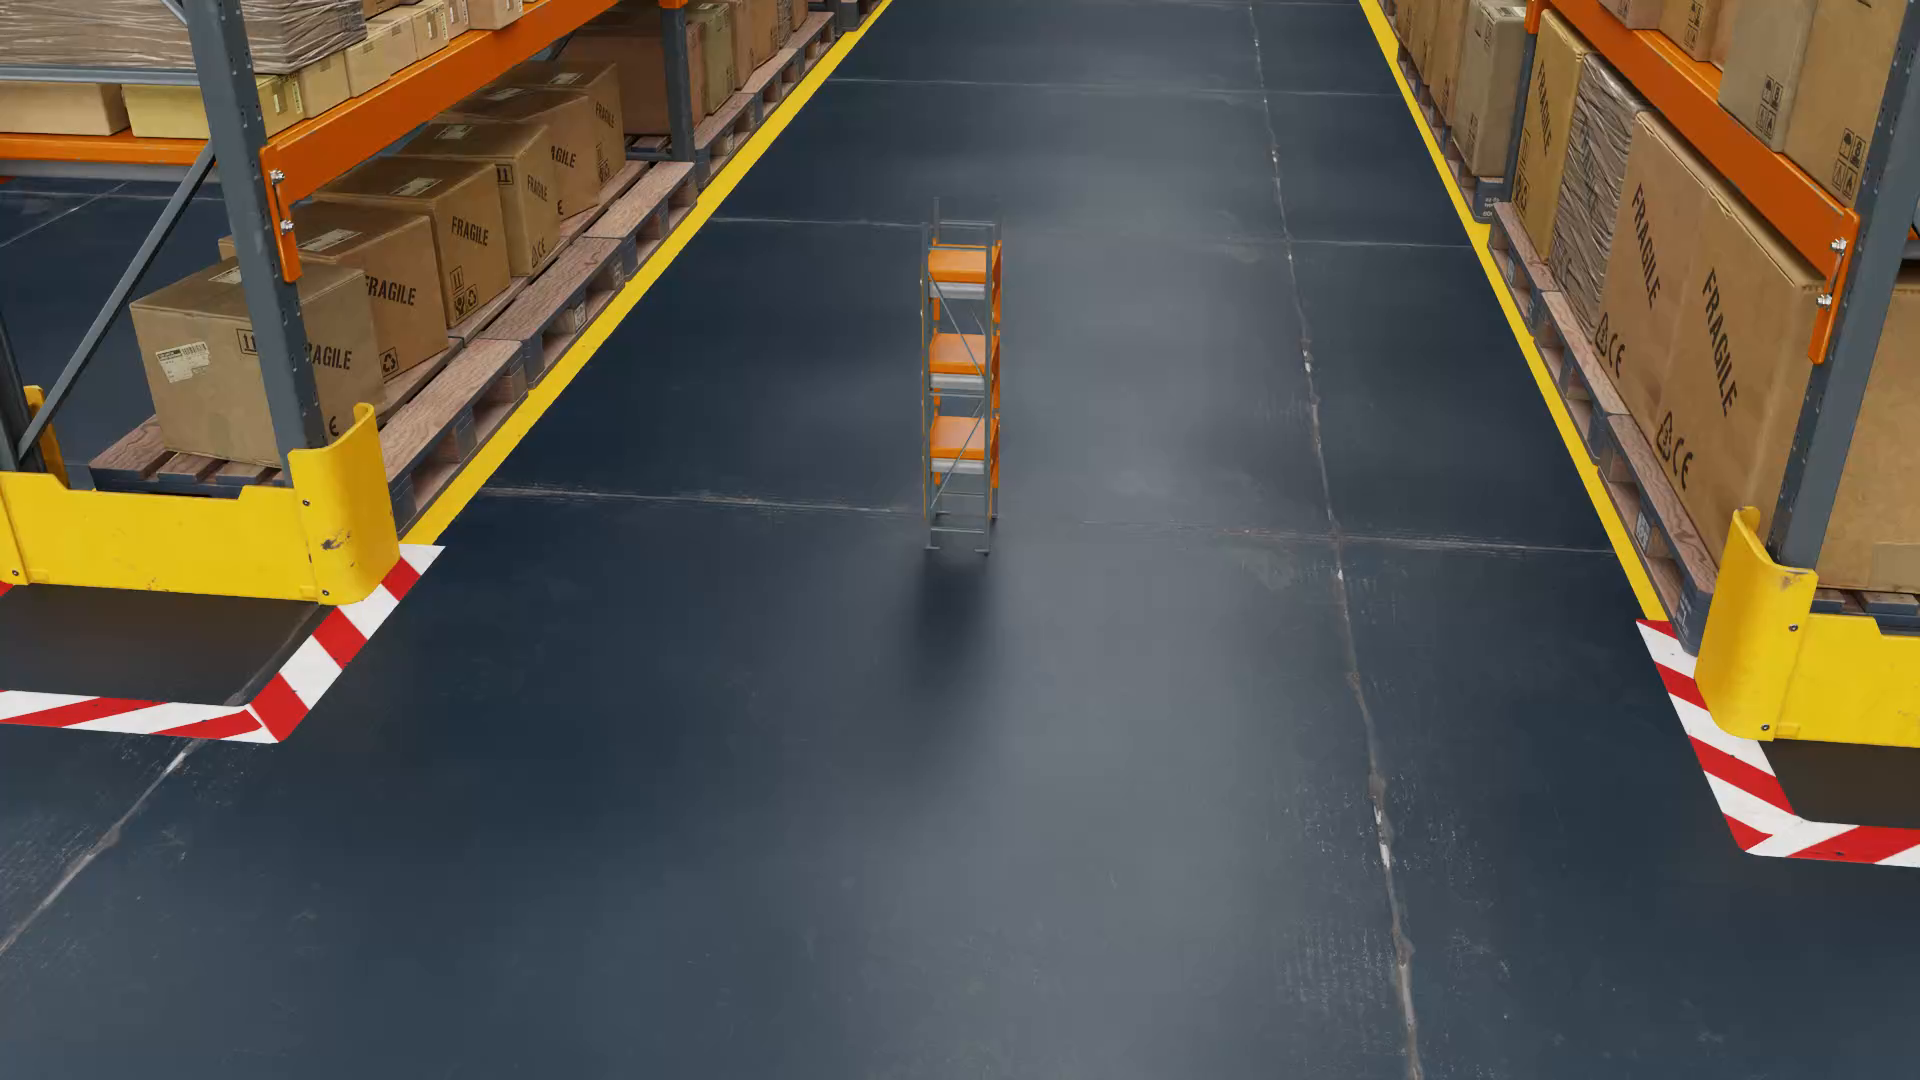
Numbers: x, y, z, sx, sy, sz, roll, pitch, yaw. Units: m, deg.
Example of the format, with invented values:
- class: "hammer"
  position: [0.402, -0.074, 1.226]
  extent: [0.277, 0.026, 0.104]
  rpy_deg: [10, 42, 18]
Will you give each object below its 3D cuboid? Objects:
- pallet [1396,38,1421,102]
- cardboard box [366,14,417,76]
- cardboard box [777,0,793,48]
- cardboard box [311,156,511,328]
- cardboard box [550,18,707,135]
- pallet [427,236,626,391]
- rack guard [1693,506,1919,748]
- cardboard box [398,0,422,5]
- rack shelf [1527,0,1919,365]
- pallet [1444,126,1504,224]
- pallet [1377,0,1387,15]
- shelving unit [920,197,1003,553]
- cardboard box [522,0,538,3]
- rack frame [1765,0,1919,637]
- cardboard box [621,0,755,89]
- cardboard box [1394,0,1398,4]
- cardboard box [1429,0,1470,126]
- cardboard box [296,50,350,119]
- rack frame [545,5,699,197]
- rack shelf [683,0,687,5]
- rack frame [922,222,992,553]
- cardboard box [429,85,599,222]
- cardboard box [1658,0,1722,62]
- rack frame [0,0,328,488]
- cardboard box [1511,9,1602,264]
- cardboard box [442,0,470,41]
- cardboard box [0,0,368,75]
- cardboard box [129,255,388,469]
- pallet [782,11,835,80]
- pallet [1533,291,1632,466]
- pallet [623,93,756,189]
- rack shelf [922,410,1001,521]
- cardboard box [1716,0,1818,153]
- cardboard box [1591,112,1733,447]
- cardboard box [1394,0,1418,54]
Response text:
- class: "pallet"
  position: [3.385, -3.040, 10.670]
  extent: [1.003, 0.211, 1.213]
  rpy_deg: [3, 28, 6]
- class: "cardboard box"
  position: [-1.957, -1.566, 5.259]
  extent: [0.380, 0.149, 0.250]
  rpy_deg: [3, 28, 6]
- class: "cardboard box"
  position: [-1.471, -3.485, 10.727]
  extent: [0.700, 0.500, 0.500]
  rpy_deg: [1, 28, 2]
- class: "cardboard box"
  position: [-2.106, -1.158, 6.430]
  extent: [0.500, 0.500, 0.500]
  rpy_deg: [6, 29, 11]
- class: "cardboard box"
  position: [-1.747, -2.468, 8.840]
  extent: [0.700, 0.500, 0.500]
  rpy_deg: [1, 28, 2]
- class: "pallet"
  position: [-2.038, -0.965, 6.819]
  extent: [1.003, 0.211, 1.213]
  rpy_deg: [3, 28, 6]
- class: "rack guard"
  position: [2.574, 0.243, 4.271]
  extent: [1.175, 0.500, 0.348]
  rpy_deg: [3, 28, 6]
- class: "cardboard box"
  position: [-2.193, -2.112, 5.588]
  extent: [0.875, 0.500, 0.500]
  rpy_deg: [3, 28, 6]
- class: "rack shelf"
  position: [2.822, -1.493, 5.617]
  extent: [1.077, 0.370, 4.000]
  rpy_deg: [3, 28, 6]
- class: "pallet"
  position: [3.087, -1.891, 8.538]
  extent: [1.003, 0.211, 1.213]
  rpy_deg: [3, 28, 6]
- class: "pallet"
  position: [3.806, -4.347, 13.096]
  extent: [1.003, 0.211, 1.213]
  rpy_deg: [3, 28, 6]
- class: "shelving unit"
  position: [0.007, -0.487, 5.048]
  extent: [0.215, 1.050, 0.252]
  rpy_deg: [3, 28, 6]
- class: "cardboard box"
  position: [-1.776, -2.153, 6.348]
  extent: [0.380, 0.149, 0.250]
  rpy_deg: [3, 28, 6]
- class: "rack frame"
  position: [2.577, -0.868, 3.699]
  extent: [1.000, 3.000, 0.127]
  rpy_deg: [3, 28, 6]
- class: "cardboard box"
  position: [-1.602, -2.955, 9.744]
  extent: [0.700, 0.500, 0.500]
  rpy_deg: [1, 28, 2]
- class: "cardboard box"
  position: [3.378, -4.043, 11.785]
  extent: [0.500, 0.500, 0.500]
  rpy_deg: [3, 28, 6]
- class: "cardboard box"
  position: [3.176, -2.697, 9.023]
  extent: [1.050, 0.750, 0.750]
  rpy_deg: [3, 28, 6]
- class: "cardboard box"
  position: [-2.012, -1.330, 4.822]
  extent: [0.380, 0.149, 0.250]
  rpy_deg: [3, 28, 6]
- class: "rack frame"
  position: [-1.843, -3.087, 7.817]
  extent: [1.000, 3.000, 0.127]
  rpy_deg: [3, 28, 6]
- class: "rack shelf"
  position: [-1.598, -3.712, 9.735]
  extent: [1.077, 0.370, 4.000]
  rpy_deg: [3, 28, 6]
- class: "rack frame"
  position: [-0.008, -0.430, 4.941]
  extent: [0.200, 1.050, 0.008]
  rpy_deg: [3, 28, 6]
- class: "cardboard box"
  position: [-1.995, -1.715, 7.464]
  extent: [0.500, 0.500, 0.500]
  rpy_deg: [13, 31, 22]
- class: "cardboard box"
  position: [2.840, -1.880, 5.419]
  extent: [0.875, 0.550, 0.500]
  rpy_deg: [3, 28, 6]
- class: "rack frame"
  position: [-2.334, -1.204, 4.322]
  extent: [1.000, 3.000, 0.127]
  rpy_deg: [3, 28, 6]
- class: "cardboard box"
  position: [2.920, -1.709, 7.056]
  extent: [0.875, 0.875, 0.875]
  rpy_deg: [4, 29, 7]
- class: "cardboard box"
  position: [-1.915, -1.803, 5.698]
  extent: [0.380, 0.149, 0.250]
  rpy_deg: [3, 28, 6]
- class: "cardboard box"
  position: [-2.239, -1.636, 4.706]
  extent: [0.875, 0.500, 0.500]
  rpy_deg: [3, 28, 6]
- class: "cardboard box"
  position: [-2.240, -0.582, 5.360]
  extent: [0.500, 0.500, 0.500]
  rpy_deg: [9, 30, 16]
- class: "pallet"
  position: [-1.451, -3.374, 11.291]
  extent: [1.003, 0.211, 1.213]
  rpy_deg: [3, 28, 6]
- class: "pallet"
  position: [2.749, -0.594, 6.131]
  extent: [1.003, 0.211, 1.213]
  rpy_deg: [3, 28, 6]
- class: "pallet"
  position: [-1.750, -2.226, 9.159]
  extent: [1.003, 0.211, 1.213]
  rpy_deg: [3, 28, 6]
- class: "rack shelf"
  position: [0.007, -0.233, 5.185]
  extent: [0.215, 0.259, 0.240]
  rpy_deg: [3, 28, 6]
- class: "cardboard box"
  position: [2.623, -1.372, 4.476]
  extent: [0.875, 0.550, 0.550]
  rpy_deg: [3, 28, 6]
- class: "cardboard box"
  position: [2.700, -0.855, 5.472]
  extent: [0.875, 0.875, 0.875]
  rpy_deg: [3, 28, 5]
- class: "cardboard box"
  position: [3.393, -3.547, 10.601]
  extent: [1.050, 0.750, 0.750]
  rpy_deg: [3, 28, 6]
